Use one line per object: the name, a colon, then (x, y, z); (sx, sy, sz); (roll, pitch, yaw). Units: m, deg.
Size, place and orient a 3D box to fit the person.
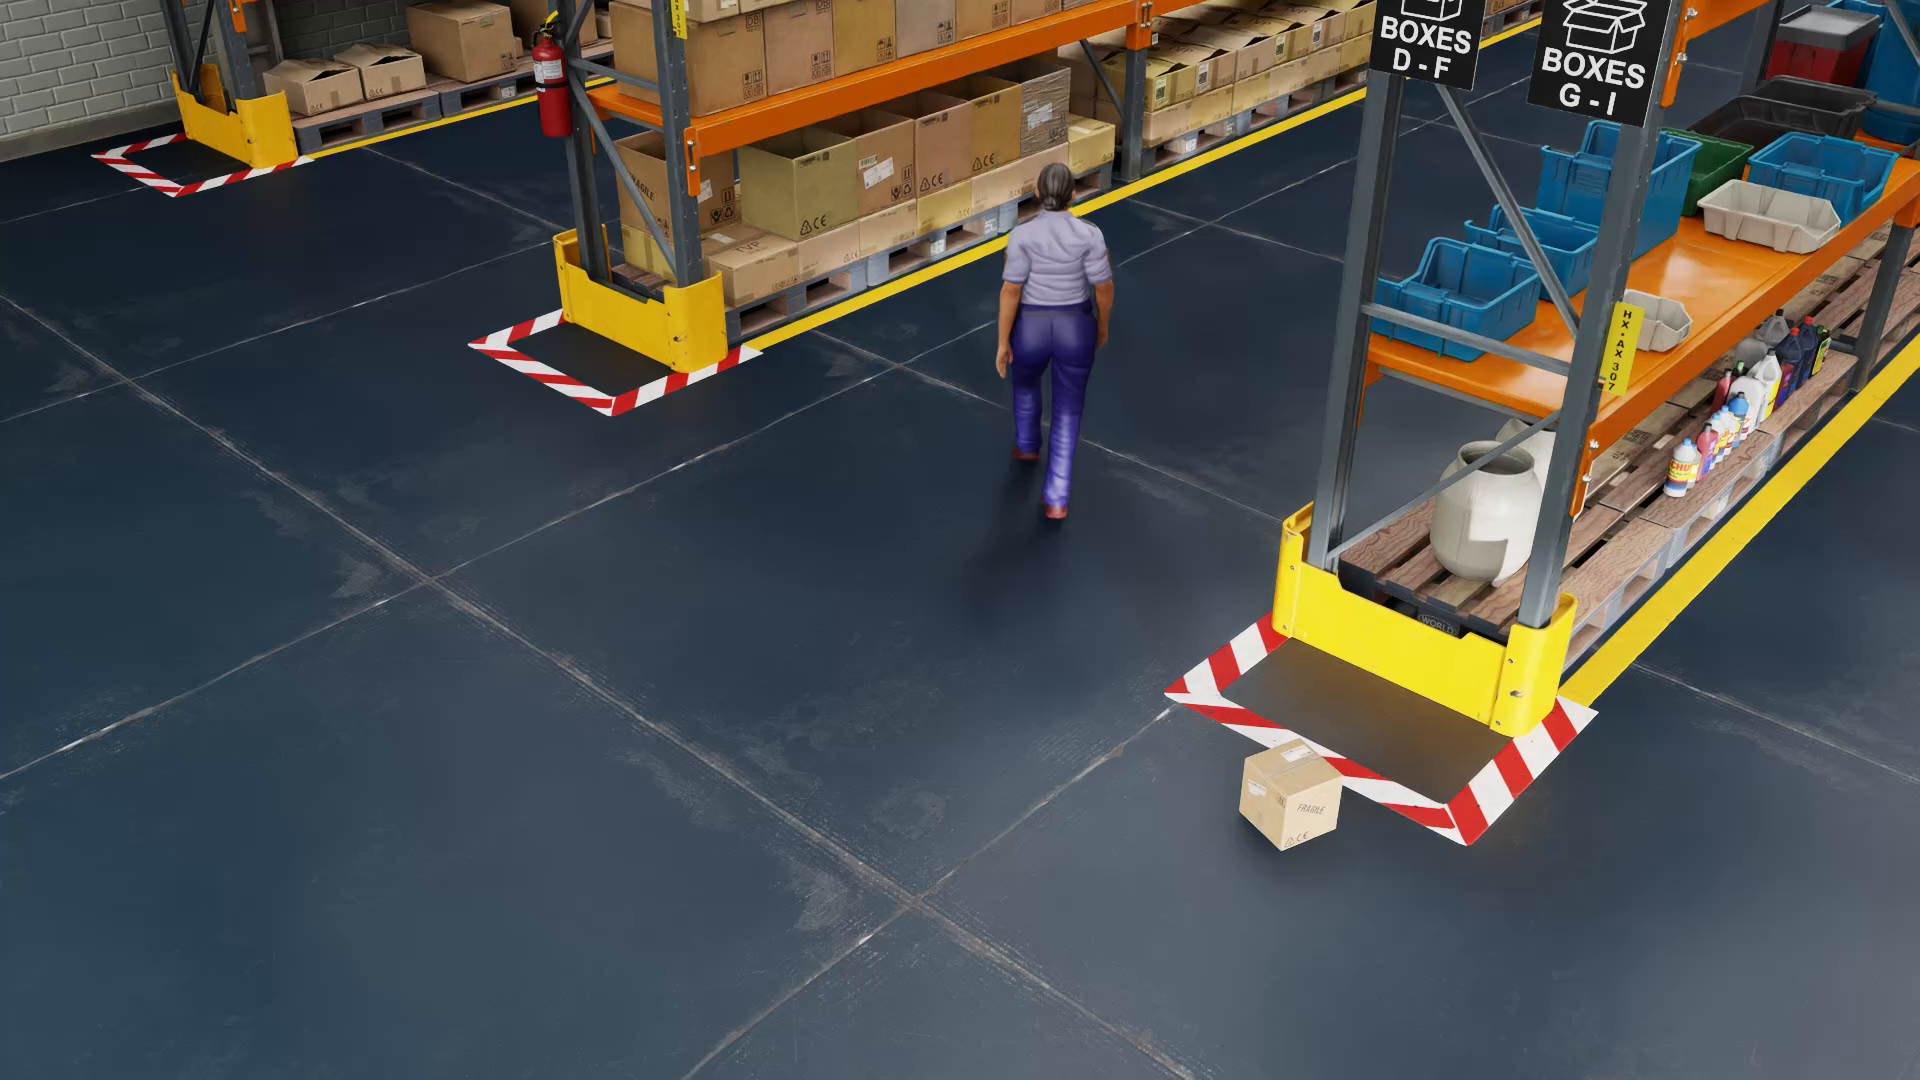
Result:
person: (0.443, -0.951, 7.714); (0.518, 1.666, 0.807); (3, 32, 5)
